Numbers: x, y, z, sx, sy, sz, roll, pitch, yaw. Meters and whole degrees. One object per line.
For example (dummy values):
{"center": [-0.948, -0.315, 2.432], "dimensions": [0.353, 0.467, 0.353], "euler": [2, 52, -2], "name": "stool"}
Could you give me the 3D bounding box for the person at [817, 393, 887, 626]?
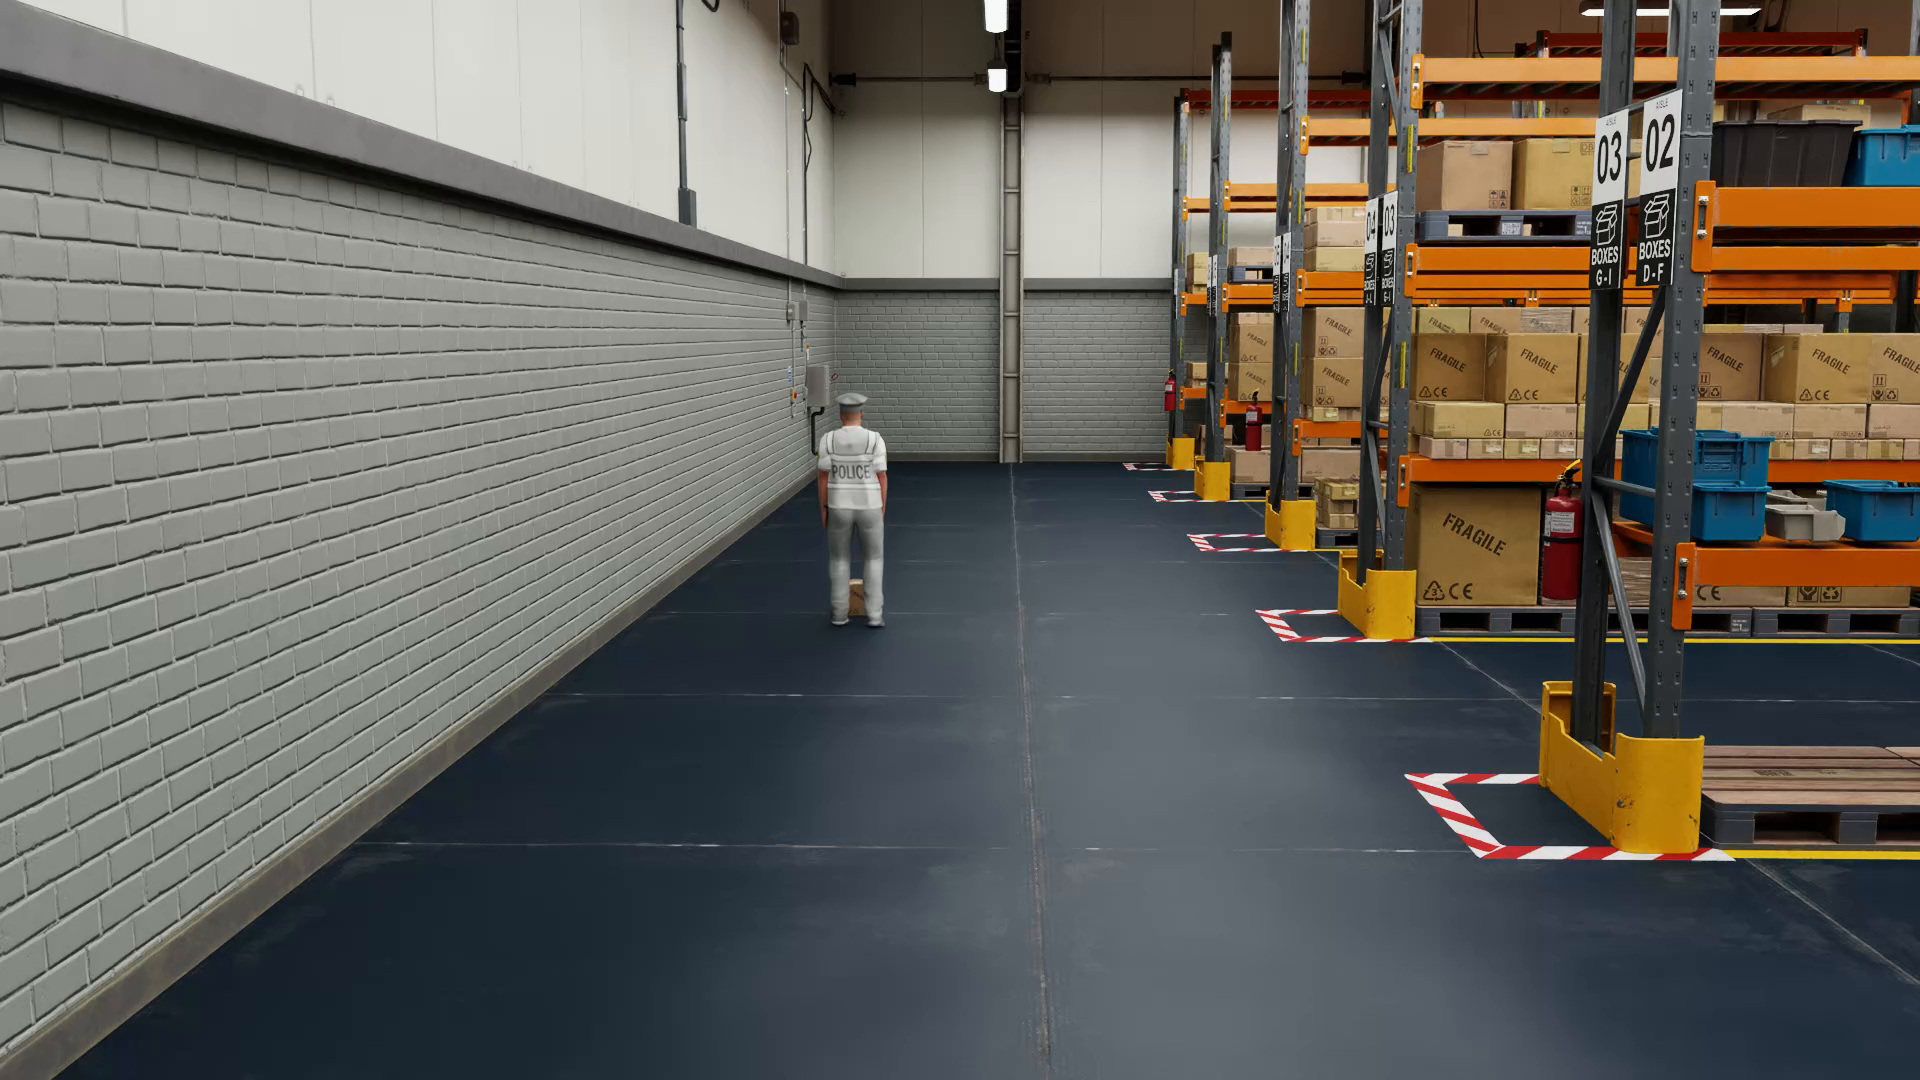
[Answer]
{"center": [-0.808, -0.216, 12.561], "dimensions": [0.527, 1.778, 0.393], "euler": [0, 7, 3], "name": "person"}
